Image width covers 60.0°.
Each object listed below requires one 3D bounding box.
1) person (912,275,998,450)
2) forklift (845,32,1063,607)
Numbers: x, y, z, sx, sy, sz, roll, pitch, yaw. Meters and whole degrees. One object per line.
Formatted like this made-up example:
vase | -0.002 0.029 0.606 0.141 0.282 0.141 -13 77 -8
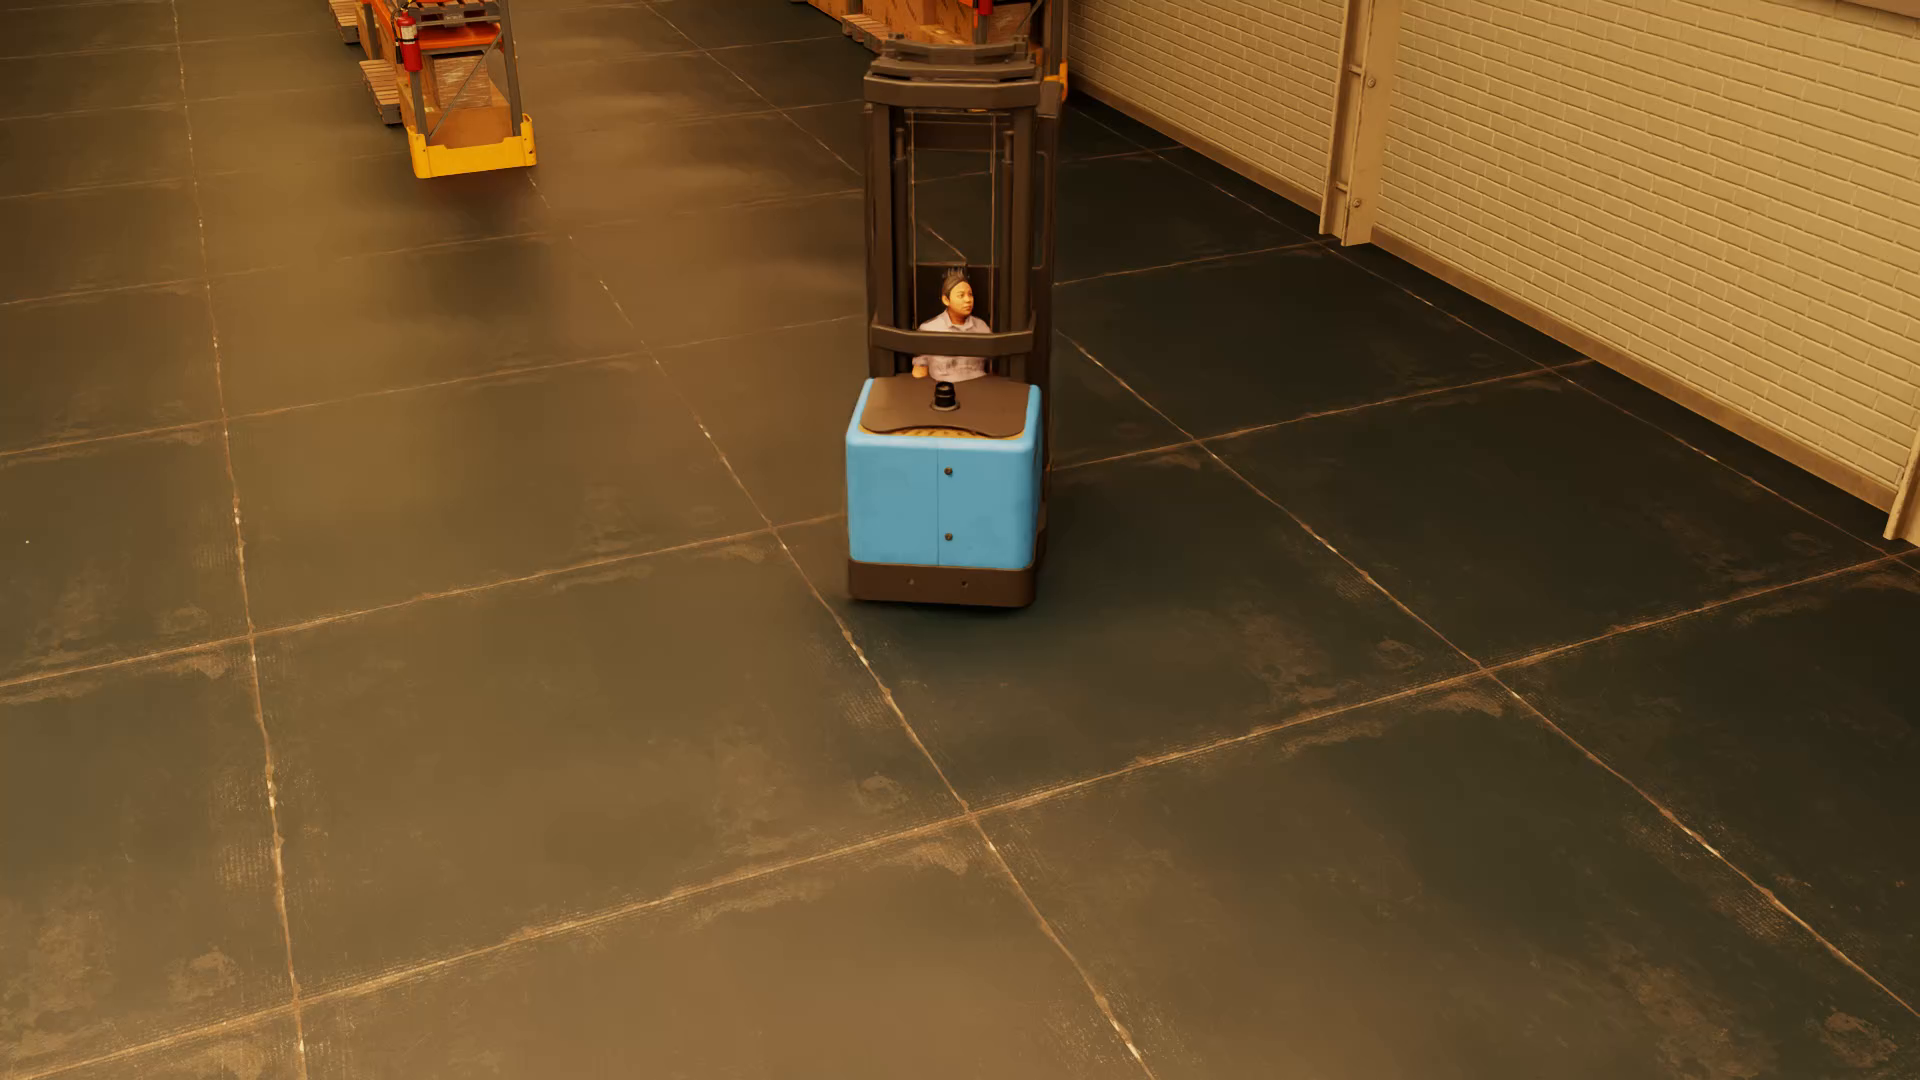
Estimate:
person | 0.001 -0.685 9.608 0.599 1.637 0.570 -12 32 -20
forklift | 0.021 -1.602 9.922 1.130 2.935 3.031 3 30 5
